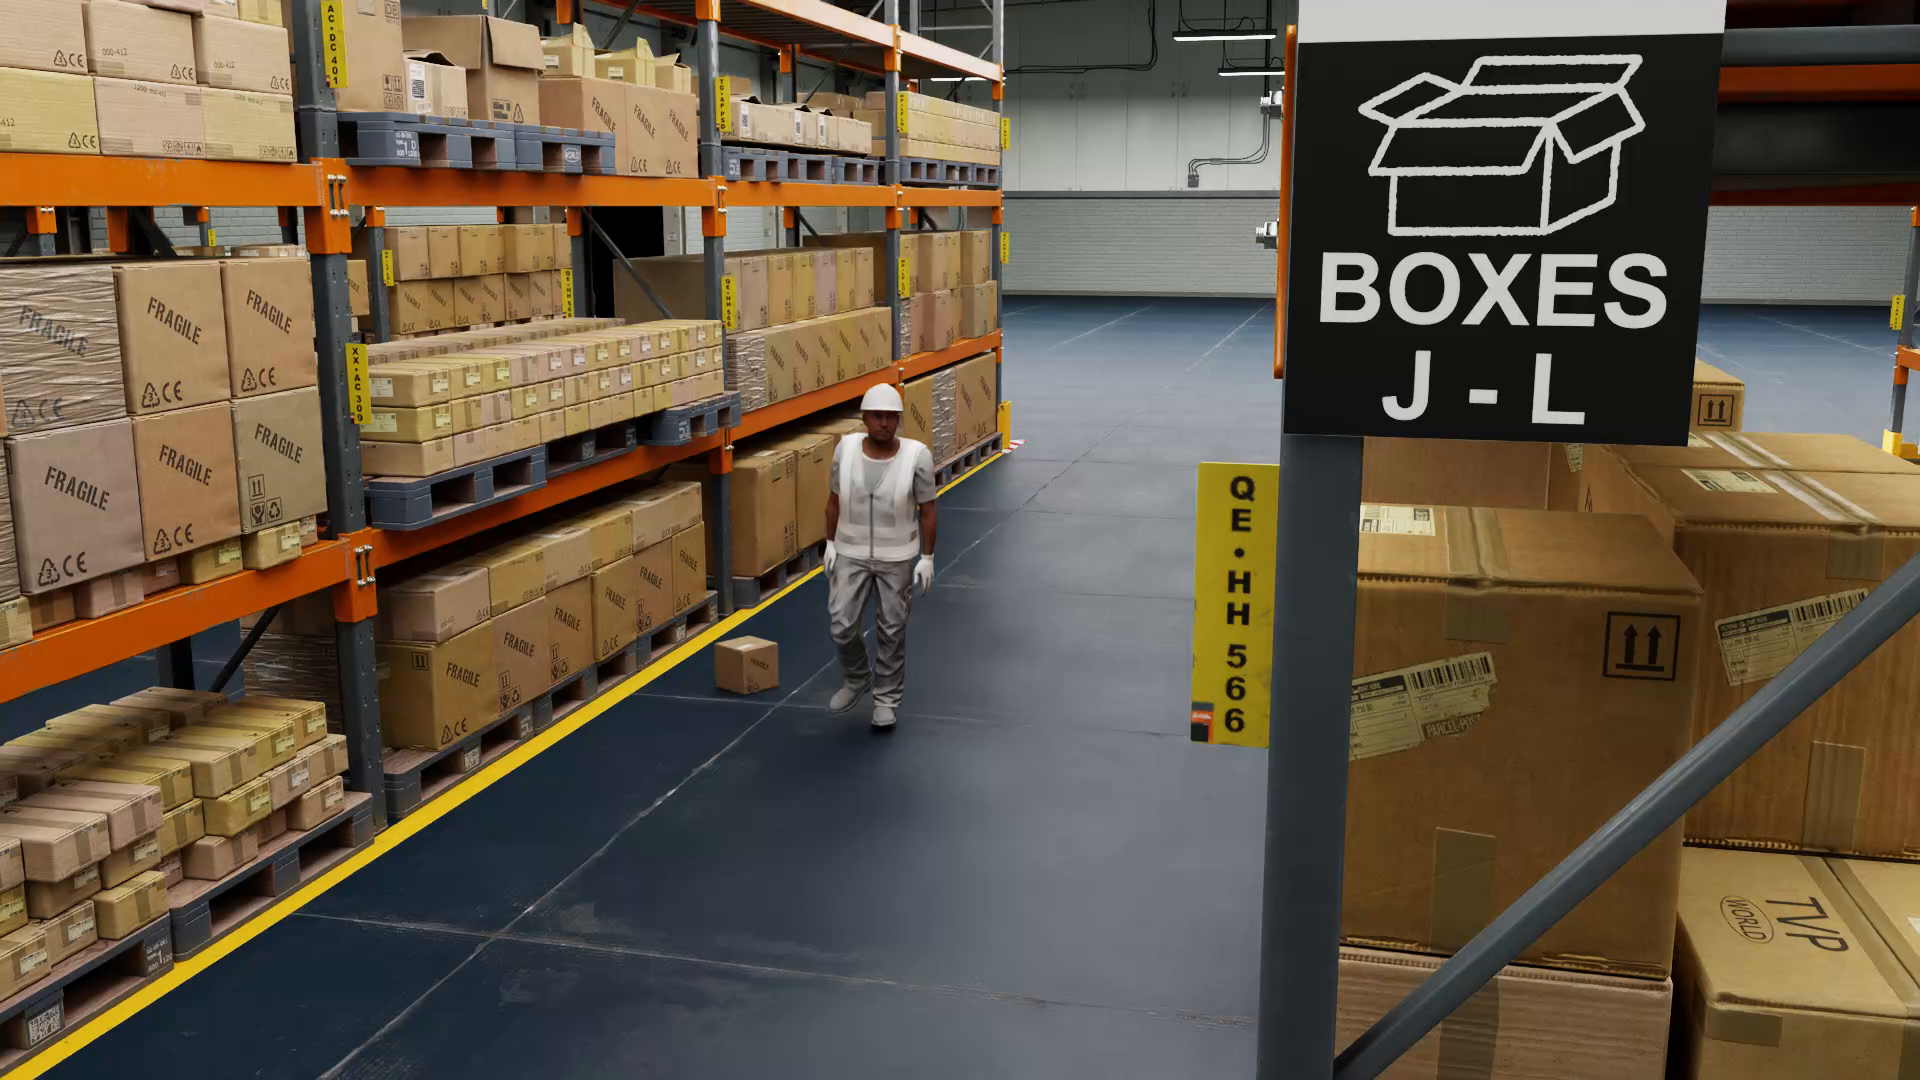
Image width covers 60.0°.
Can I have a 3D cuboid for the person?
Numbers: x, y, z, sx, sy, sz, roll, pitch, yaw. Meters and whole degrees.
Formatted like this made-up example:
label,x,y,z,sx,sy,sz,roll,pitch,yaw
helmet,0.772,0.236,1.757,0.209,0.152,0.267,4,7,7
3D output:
label,x,y,z,sx,sy,sz,roll,pitch,yaw
person,-0.411,0.087,8.376,0.597,1.768,0.469,1,11,4
